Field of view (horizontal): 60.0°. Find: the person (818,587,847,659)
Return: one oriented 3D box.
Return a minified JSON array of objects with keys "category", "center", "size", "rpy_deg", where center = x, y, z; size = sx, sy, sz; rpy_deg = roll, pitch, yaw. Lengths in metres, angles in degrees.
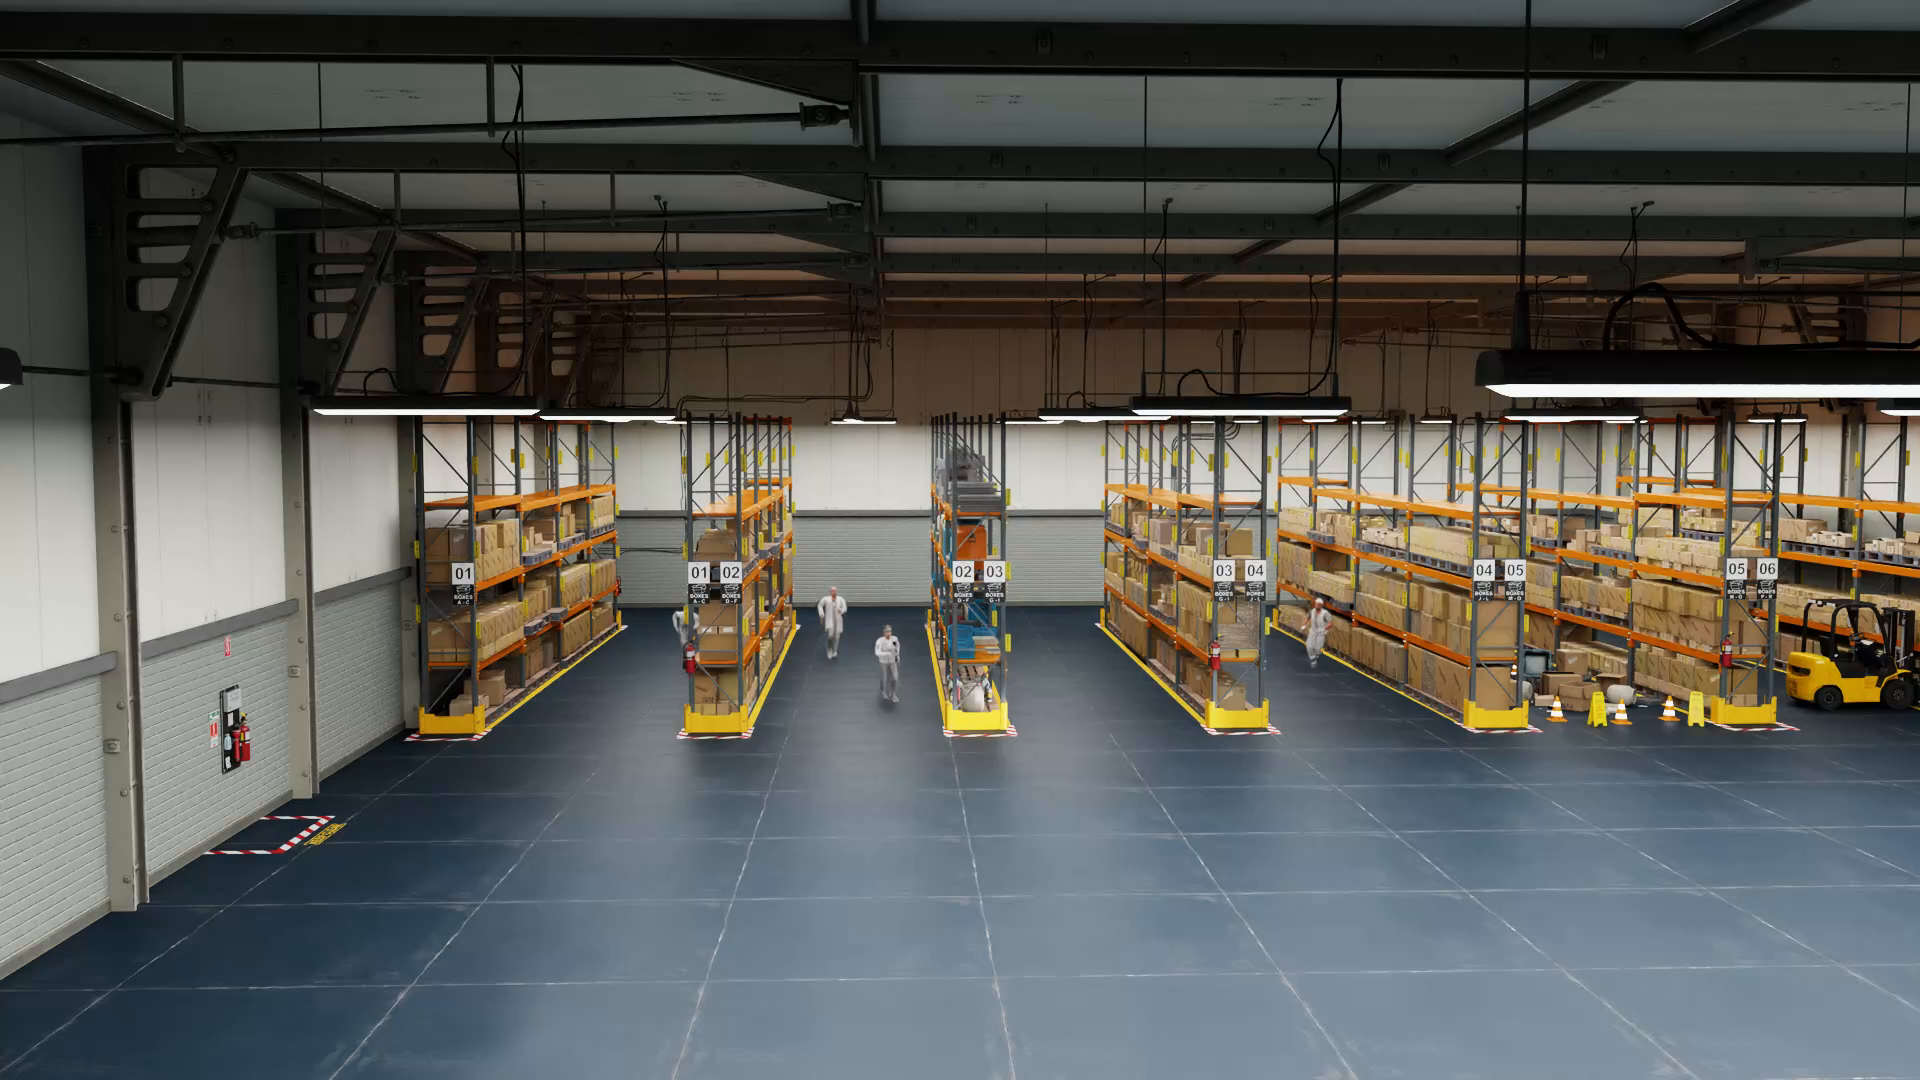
[{"category":"person","center":[-3.129,2.047,41.077],"size":[0.689,1.789,0.764],"rpy_deg":[-1,4,-14]}]

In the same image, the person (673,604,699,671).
[{"category":"person","center":[-6.452,2.276,39.369],"size":[0.664,1.637,0.947],"rpy_deg":[0,4,-1]}]

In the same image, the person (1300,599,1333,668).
[{"category":"person","center":[8.477,2.216,39.453],"size":[0.763,1.689,0.551],"rpy_deg":[2,4,25]}]

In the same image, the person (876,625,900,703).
[{"category":"person","center":[-1.505,2.557,34.542],"size":[0.544,1.632,0.898],"rpy_deg":[-1,4,-11]}]
